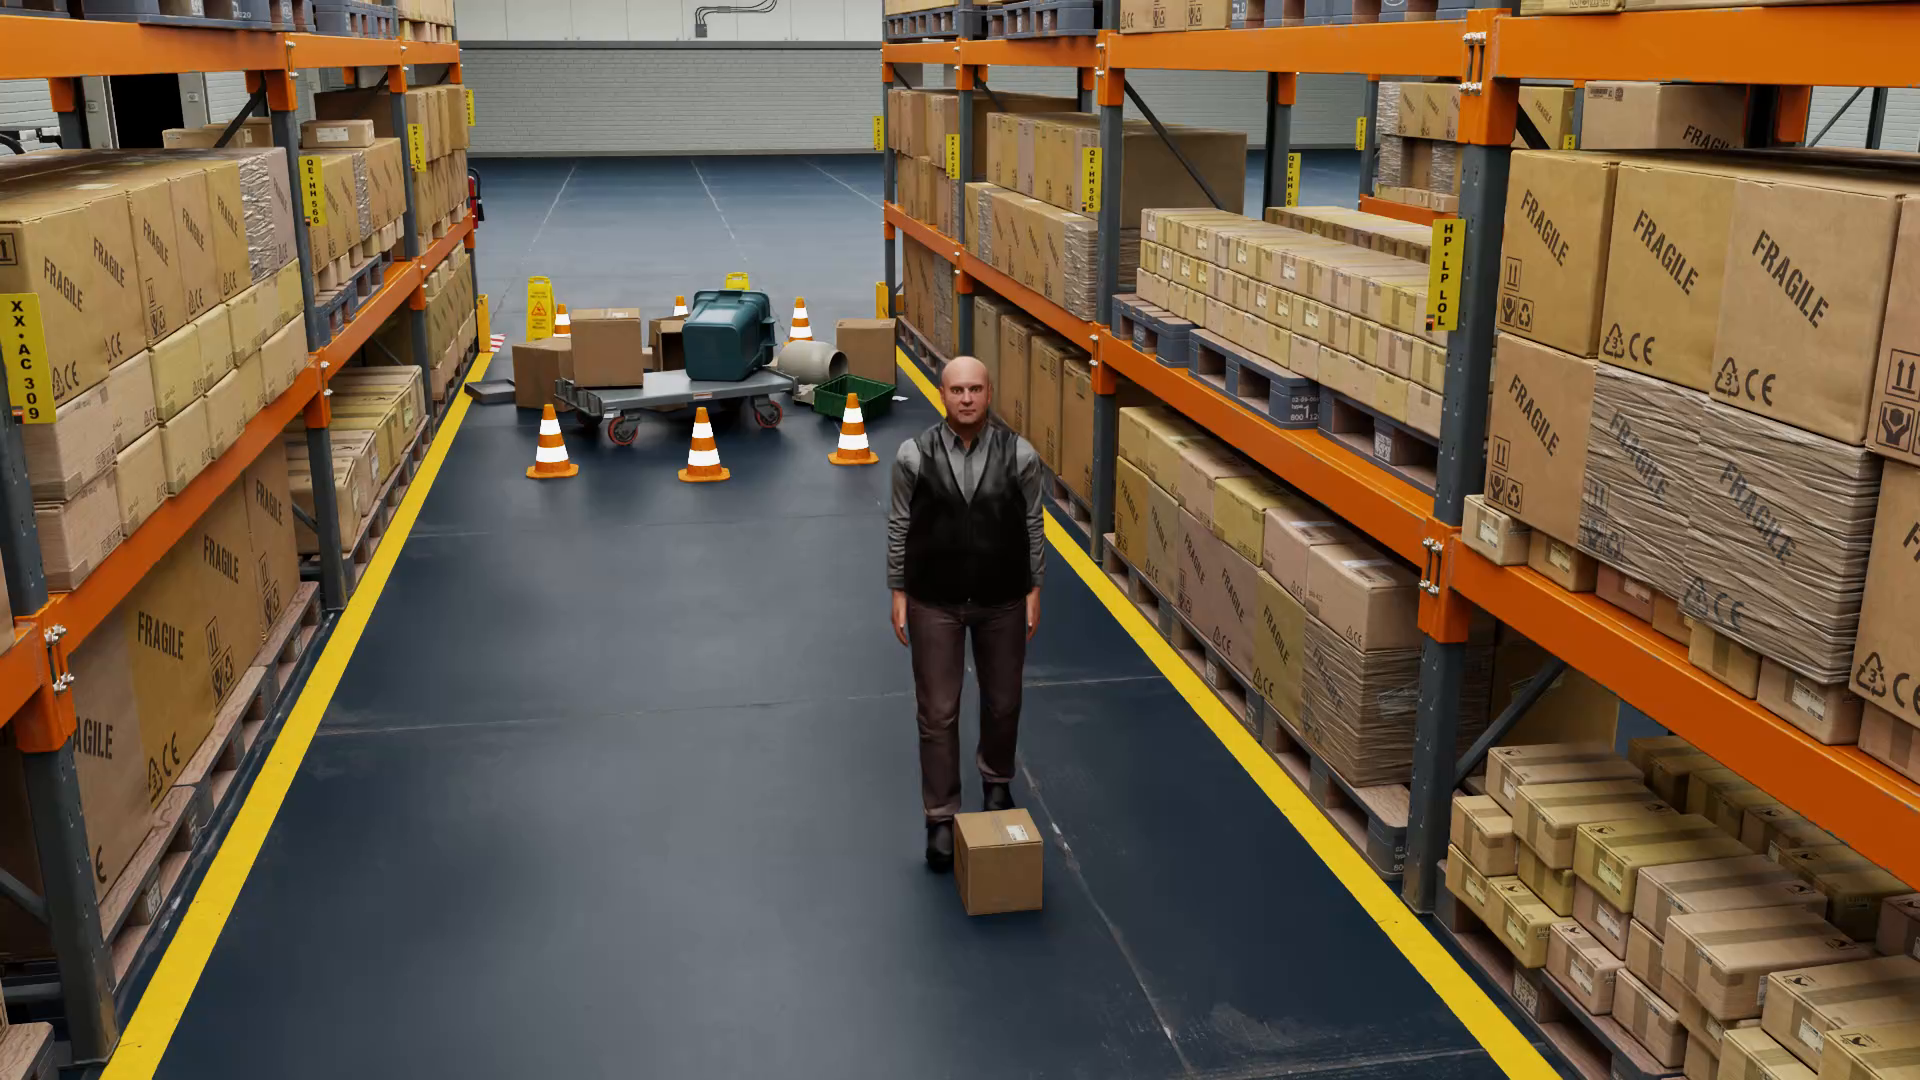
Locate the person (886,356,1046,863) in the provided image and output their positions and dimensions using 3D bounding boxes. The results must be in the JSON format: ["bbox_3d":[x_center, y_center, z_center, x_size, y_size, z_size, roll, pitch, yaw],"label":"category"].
[{"bbox_3d":[0.026,0.229,5.782,0.559,1.720,0.657,-1,16,-3],"label":"person"}]
